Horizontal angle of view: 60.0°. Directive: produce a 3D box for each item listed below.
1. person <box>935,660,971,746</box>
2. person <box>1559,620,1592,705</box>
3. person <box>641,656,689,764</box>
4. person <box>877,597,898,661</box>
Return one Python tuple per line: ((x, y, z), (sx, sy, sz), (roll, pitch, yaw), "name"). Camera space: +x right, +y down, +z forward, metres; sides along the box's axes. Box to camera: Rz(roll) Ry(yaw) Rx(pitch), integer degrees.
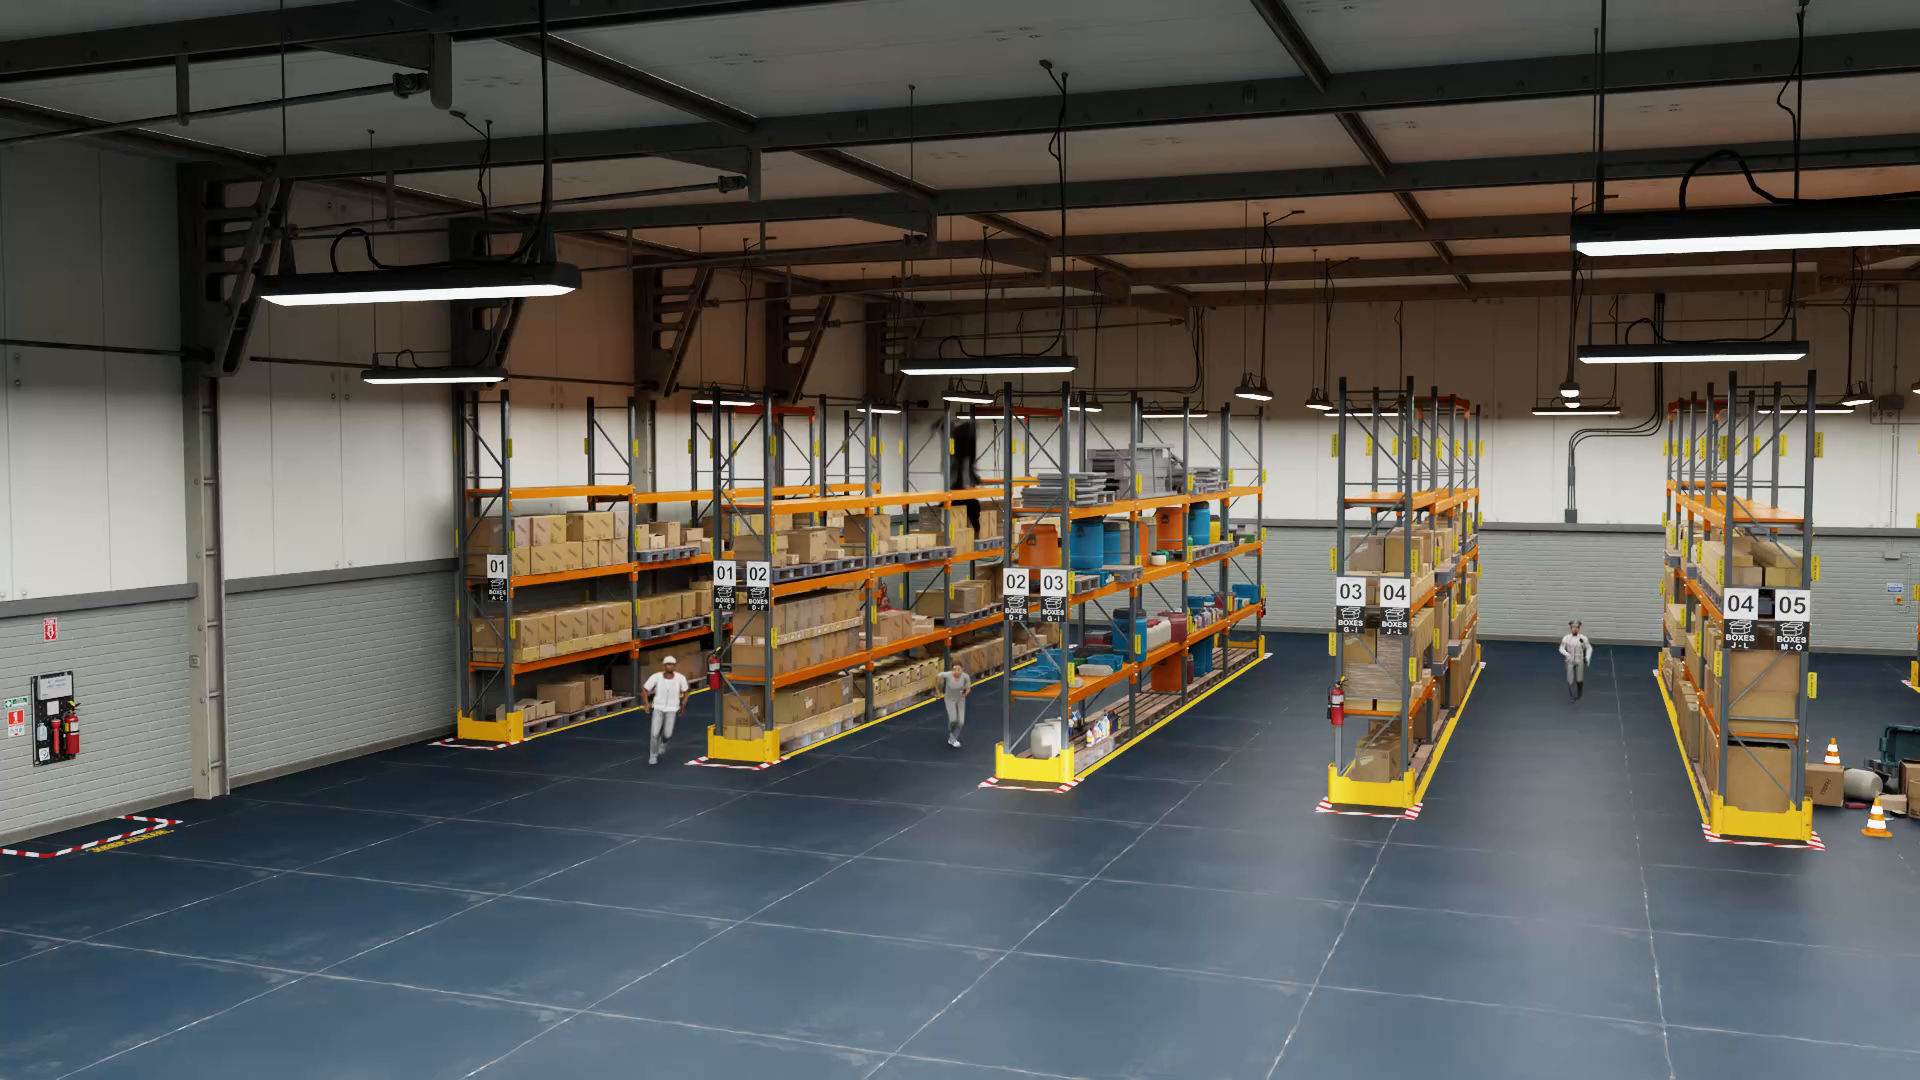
((-0.122, 2.725, 27.734), (0.591, 1.503, 0.820), (0, 3, -8), "person")
((11.997, 2.392, 32.414), (0.605, 1.659, 0.526), (1, 3, 22), "person")
((-4.698, 2.698, 26.535), (0.751, 1.705, 0.549), (-1, 3, -12), "person")
((-1.658, 2.117, 37.342), (0.665, 1.688, 0.603), (1, 3, 23), "person")
